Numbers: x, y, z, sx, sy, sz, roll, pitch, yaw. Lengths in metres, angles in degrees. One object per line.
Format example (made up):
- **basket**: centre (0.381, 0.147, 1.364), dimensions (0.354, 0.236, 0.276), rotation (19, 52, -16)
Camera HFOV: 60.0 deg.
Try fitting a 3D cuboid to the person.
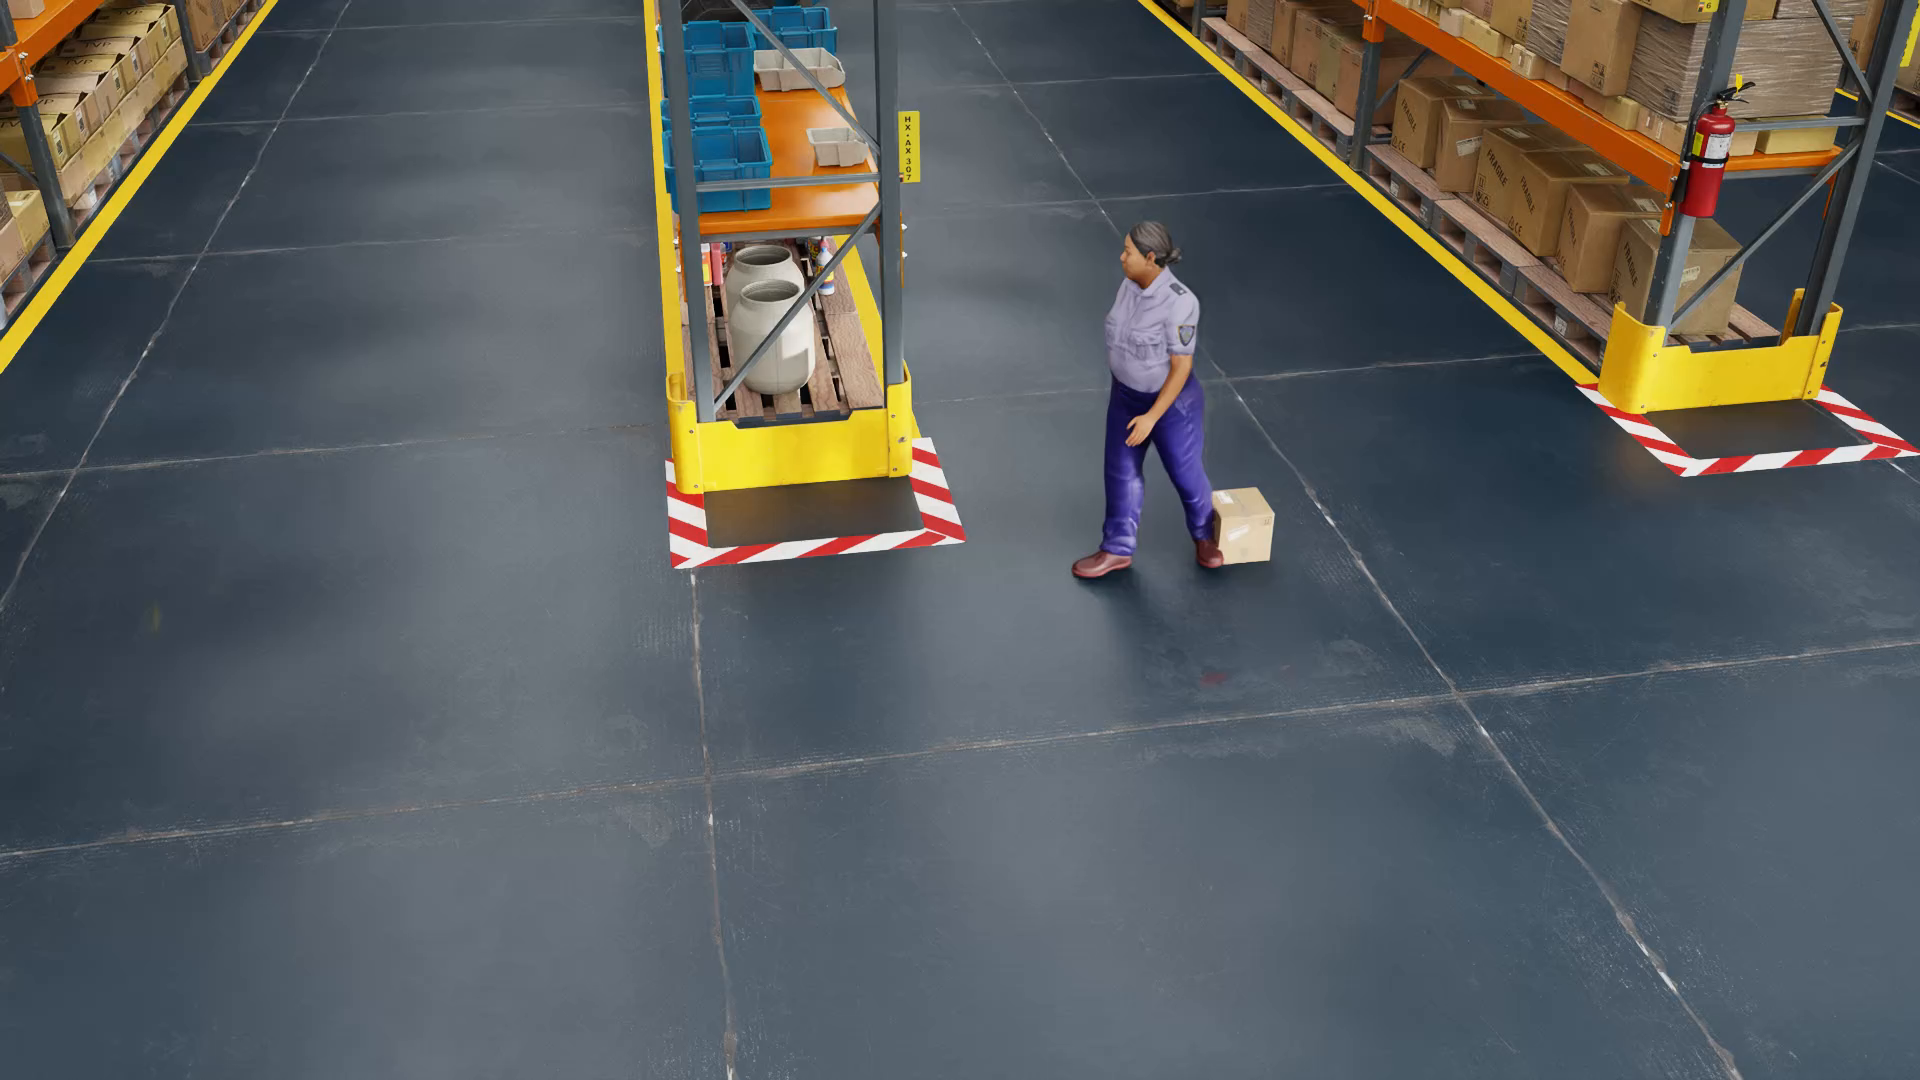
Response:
- **person**: centre (0.856, -0.591, 7.128), dimensions (0.696, 1.630, 0.511), rotation (-22, 37, -32)
